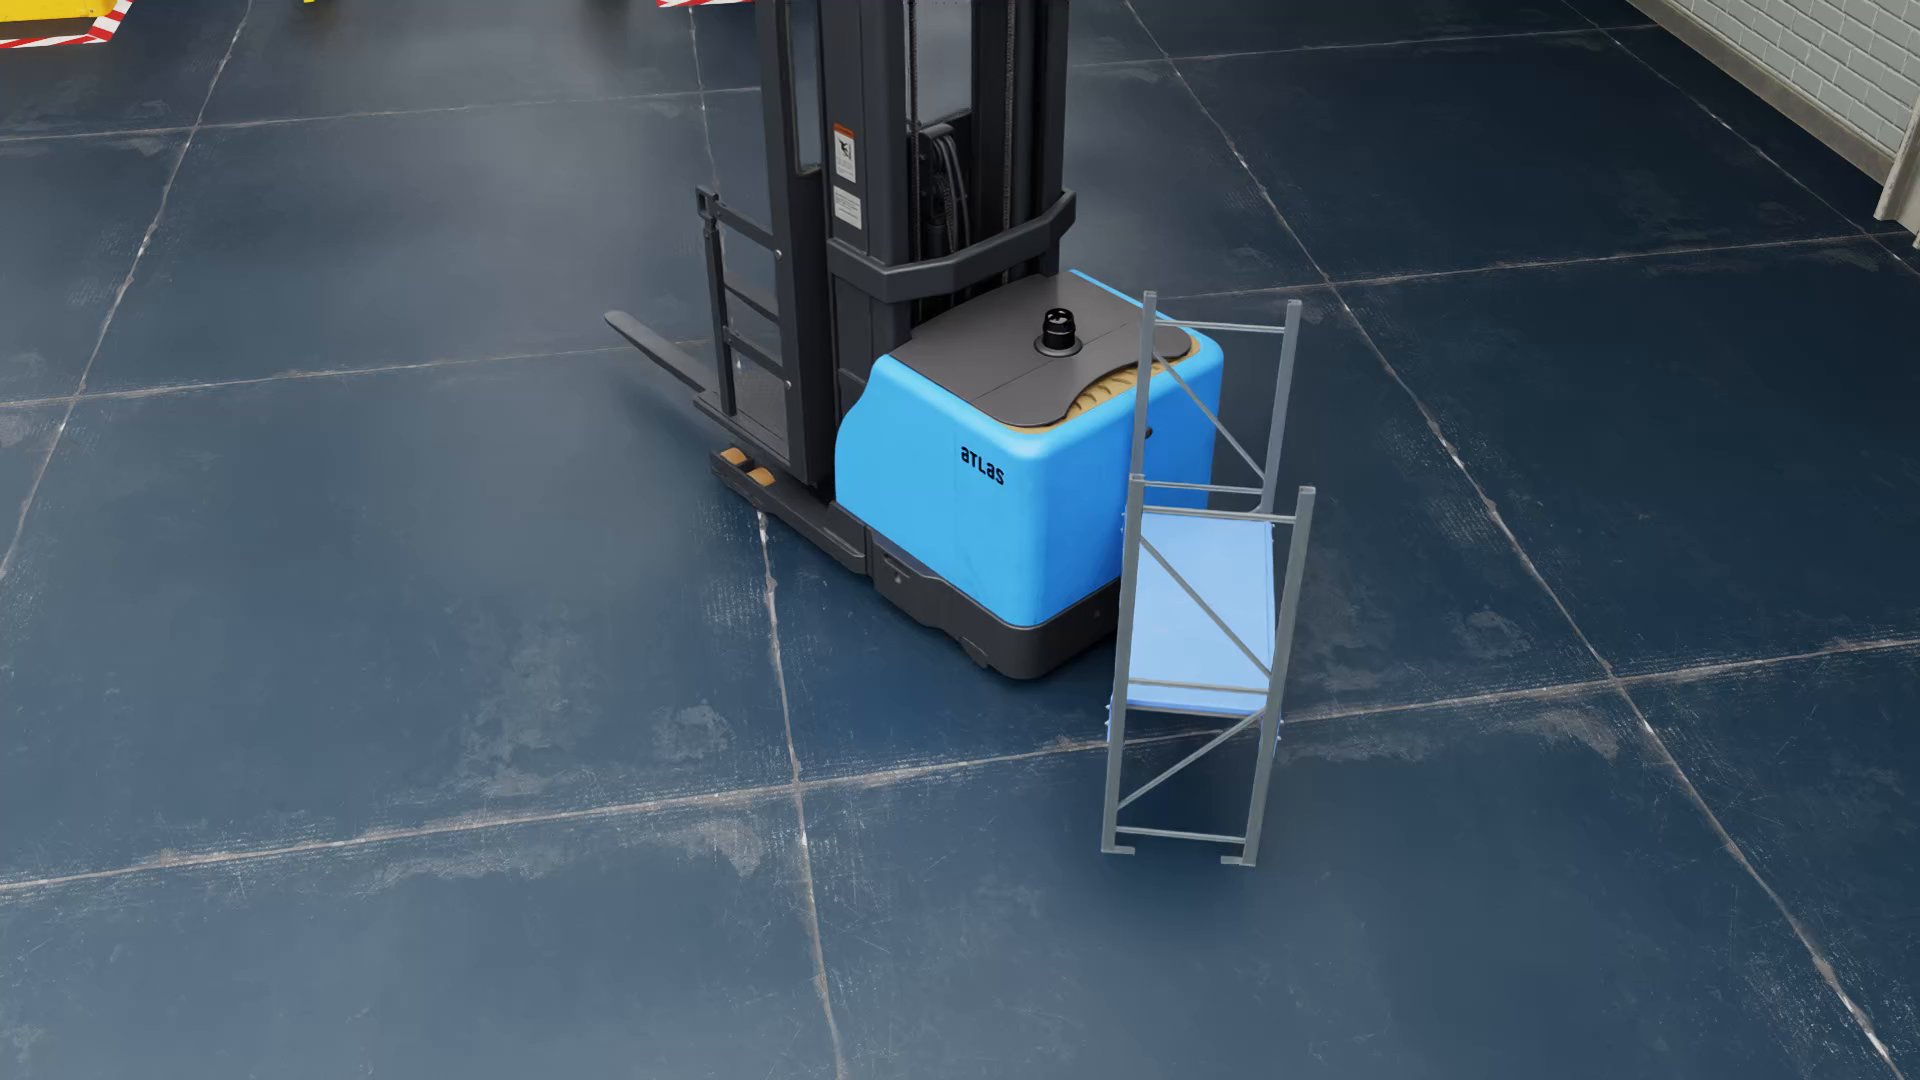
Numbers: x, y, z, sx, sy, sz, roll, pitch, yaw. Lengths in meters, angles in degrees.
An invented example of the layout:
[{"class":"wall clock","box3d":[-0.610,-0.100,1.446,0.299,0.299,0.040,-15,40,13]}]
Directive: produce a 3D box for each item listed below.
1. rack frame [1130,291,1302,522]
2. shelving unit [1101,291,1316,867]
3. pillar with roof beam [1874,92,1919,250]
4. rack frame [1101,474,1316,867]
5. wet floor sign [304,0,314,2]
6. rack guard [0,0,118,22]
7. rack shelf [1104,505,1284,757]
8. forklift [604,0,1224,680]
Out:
[{"class":"rack frame","box3d":[0.836,-0.179,5.758,0.500,1.500,0.032,4,38,6]},{"class":"shelving unit","box3d":[0.773,0.130,5.360,0.538,1.500,1.048,4,38,6]},{"class":"pillar with roof beam","box3d":[0.896,-4.746,5.524,9.100,9.000,0.400,-6,38,-8]},{"class":"rack frame","box3d":[0.710,0.440,4.962,0.500,1.500,0.032,4,38,6]},{"class":"wet floor sign","box3d":[-4.471,-4.083,11.480,0.267,0.644,0.232,-13,40,-16]},{"class":"rack guard","box3d":[-6.421,-3.816,11.254,1.175,0.500,0.348,-6,38,-8]},{"class":"rack shelf","box3d":[0.773,0.272,5.470,0.538,0.185,1.000,4,38,6]},{"class":"forklift","box3d":[-0.401,-1.477,6.262,1.130,2.935,3.031,-29,46,-32]}]
